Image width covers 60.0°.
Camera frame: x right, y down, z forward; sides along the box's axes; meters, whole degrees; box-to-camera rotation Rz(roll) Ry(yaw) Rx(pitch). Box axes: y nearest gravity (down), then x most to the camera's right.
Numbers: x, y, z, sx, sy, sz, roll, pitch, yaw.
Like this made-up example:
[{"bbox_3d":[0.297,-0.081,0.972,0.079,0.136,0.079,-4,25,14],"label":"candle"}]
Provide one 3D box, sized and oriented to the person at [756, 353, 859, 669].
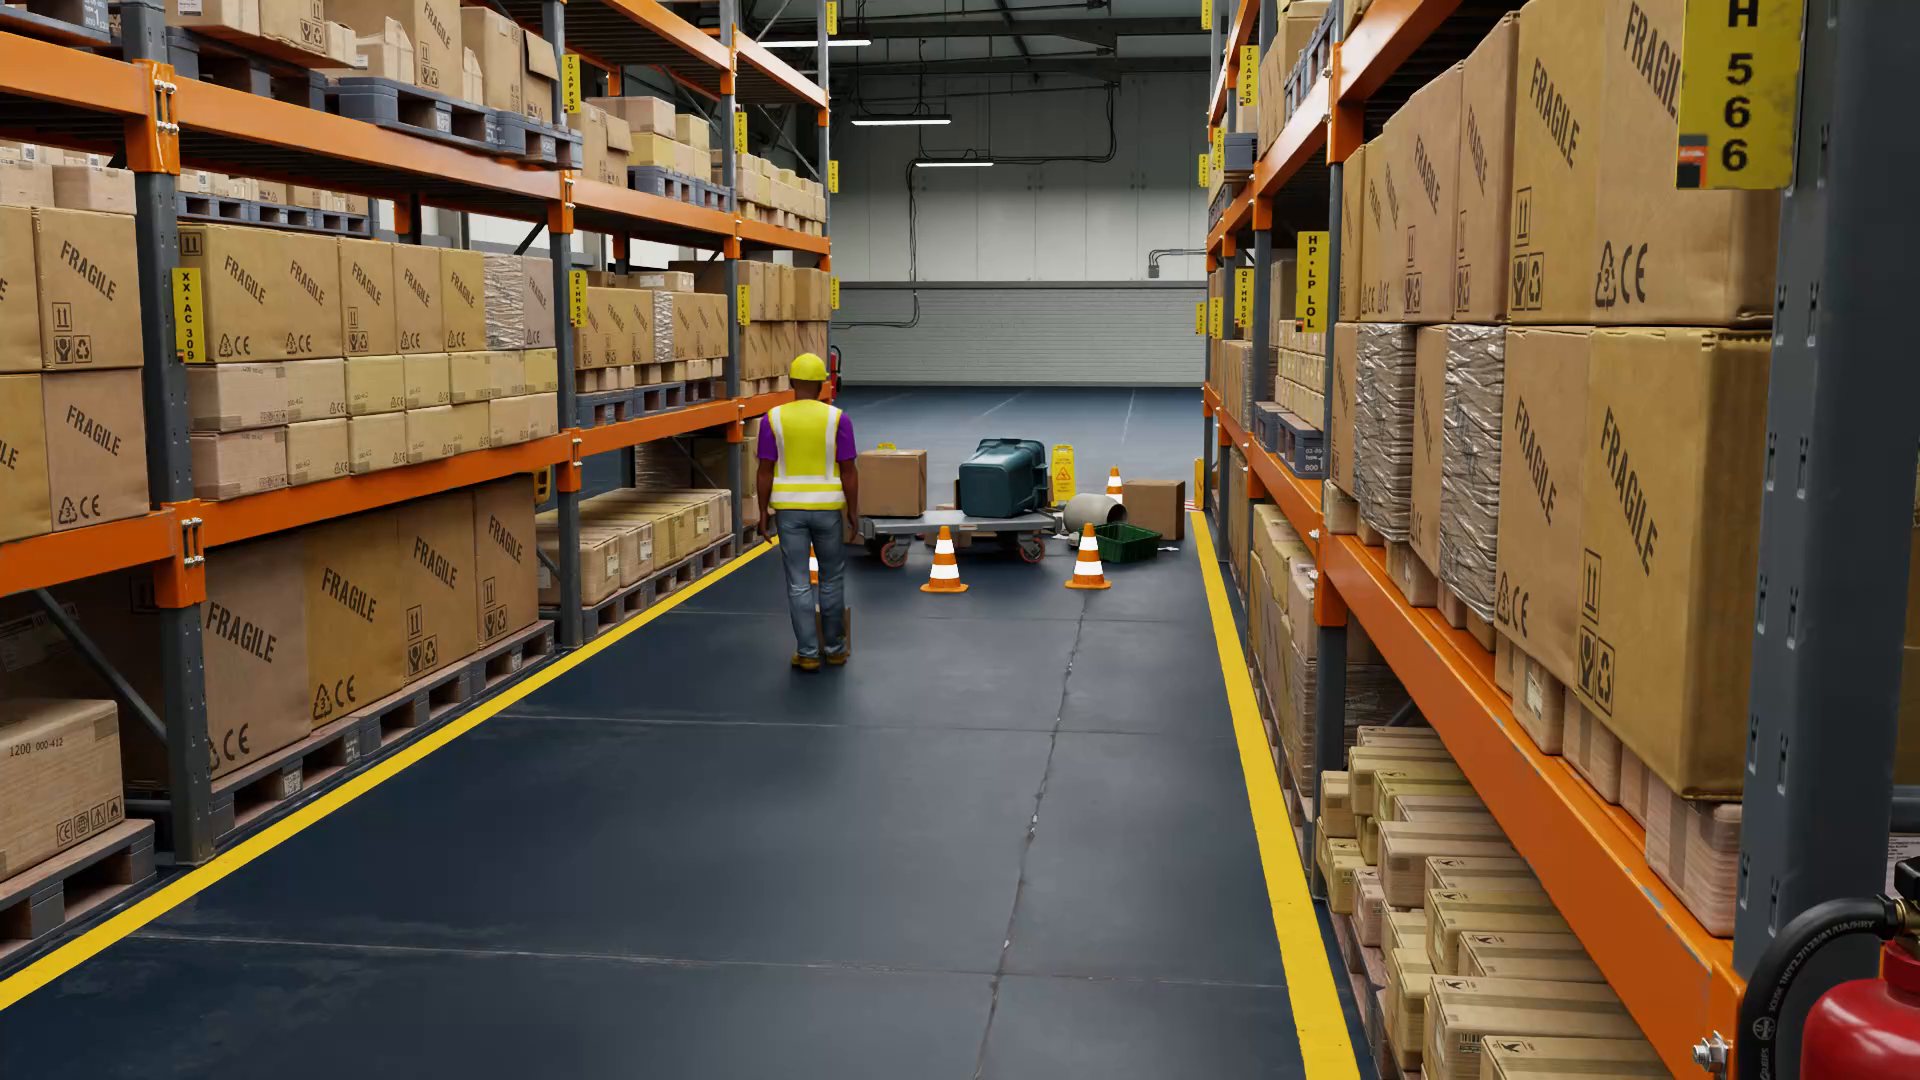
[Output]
[{"bbox_3d":[-0.859,-0.166,9.409,0.570,1.772,0.509,-1,8,-4],"label":"person"}]
